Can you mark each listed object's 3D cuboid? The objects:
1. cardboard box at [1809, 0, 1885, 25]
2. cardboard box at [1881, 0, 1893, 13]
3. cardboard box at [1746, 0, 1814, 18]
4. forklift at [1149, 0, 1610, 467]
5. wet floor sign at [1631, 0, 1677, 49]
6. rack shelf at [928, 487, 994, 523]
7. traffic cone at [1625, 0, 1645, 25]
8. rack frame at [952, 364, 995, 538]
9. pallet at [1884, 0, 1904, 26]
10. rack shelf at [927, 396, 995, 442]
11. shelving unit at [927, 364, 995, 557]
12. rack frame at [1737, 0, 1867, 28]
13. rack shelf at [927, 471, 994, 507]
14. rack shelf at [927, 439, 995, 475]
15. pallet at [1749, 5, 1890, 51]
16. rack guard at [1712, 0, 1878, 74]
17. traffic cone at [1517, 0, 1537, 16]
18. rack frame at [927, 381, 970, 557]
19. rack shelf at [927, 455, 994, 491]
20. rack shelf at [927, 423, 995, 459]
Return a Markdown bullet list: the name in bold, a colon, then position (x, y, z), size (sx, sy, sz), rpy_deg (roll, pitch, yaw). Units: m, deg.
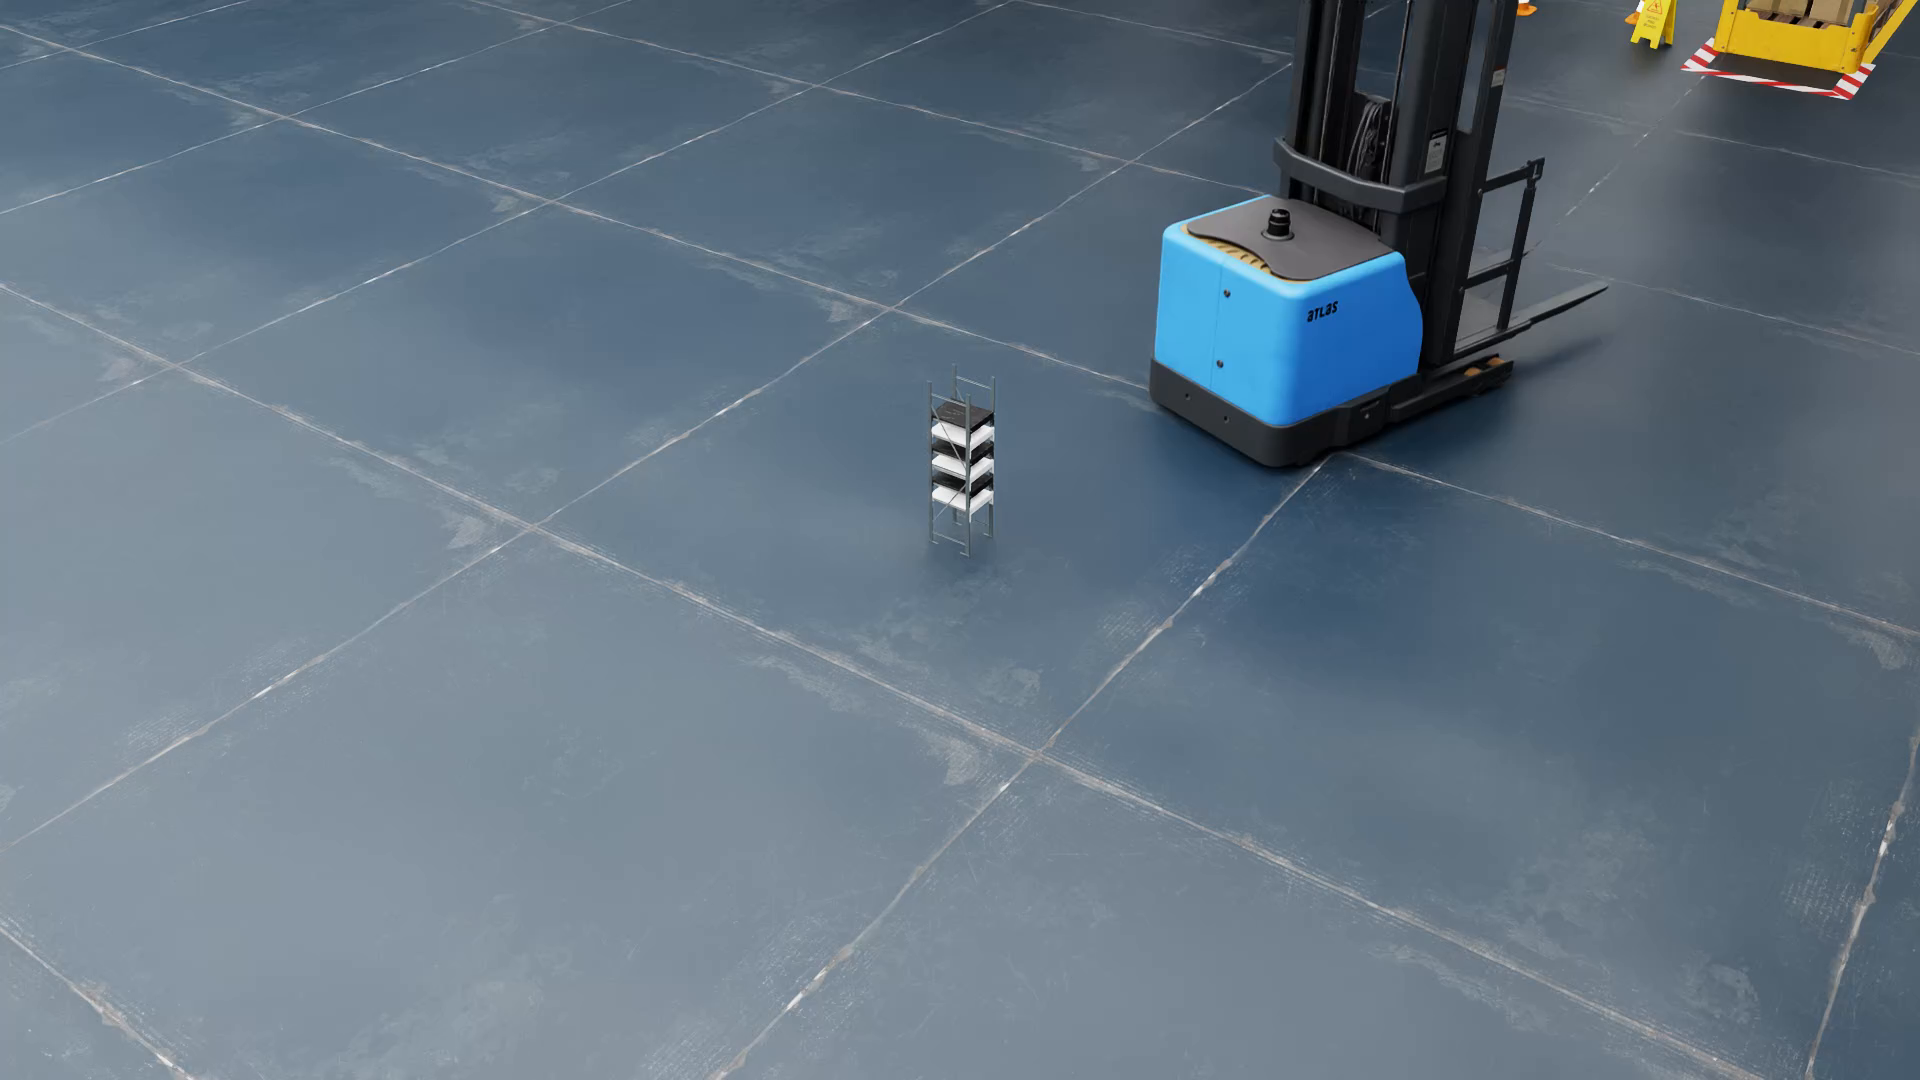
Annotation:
- **cardboard box**: position (7.823, -4.726, 14.641), size (0.500, 0.250, 0.500), rpy_deg (21, 39, 28)
- **cardboard box**: position (8.120, -4.959, 14.985), size (0.500, 0.250, 0.500), rpy_deg (23, 40, 30)
- **cardboard box**: position (7.389, -4.912, 14.916), size (0.500, 0.250, 0.500), rpy_deg (21, 39, 28)
- **forklift**: position (2.552, -2.246, 8.955), size (3.031, 2.935, 1.130), rpy_deg (-22, 40, -29)
- **wet floor sign**: position (6.148, -4.688, 14.606), size (0.232, 0.644, 0.267), rpy_deg (-22, 40, -29)
- **rack shelf**: position (0.005, -0.200, 8.123), size (0.258, 0.077, 0.200), rpy_deg (21, 39, 28)
- **traffic cone**: position (6.321, -4.968, 15.183), size (0.336, 0.463, 0.334), rpy_deg (21, 39, 28)
- **rack frame**: position (0.063, -0.423, 8.073), size (0.240, 0.900, 0.006), rpy_deg (21, 39, 28)
- **pallet**: position (8.367, -5.210, 15.766), size (1.003, 0.211, 1.213), rpy_deg (21, 39, 28)
- **rack shelf**: position (0.005, -0.573, 7.871), size (0.258, 0.077, 0.200), rpy_deg (21, 39, 28)
- **shelving unit**: position (0.005, -0.376, 8.003), size (0.258, 0.900, 0.210), rpy_deg (21, 39, 28)
- **rack frame**: position (7.136, -5.408, 13.570), size (1.000, 3.000, 0.127), rpy_deg (21, 39, 28)
- **rack shelf**: position (0.005, -0.274, 8.073), size (0.258, 0.077, 0.200), rpy_deg (21, 39, 28)
- **rack shelf**: position (0.005, -0.423, 7.972), size (0.258, 0.077, 0.200), rpy_deg (21, 39, 28)
- **pallet**: position (7.671, -4.651, 14.939), size (1.003, 0.211, 1.213), rpy_deg (21, 39, 28)
- **rack guard**: position (7.179, -4.408, 14.322), size (1.175, 0.500, 0.348), rpy_deg (21, 39, 28)
- **traffic cone**: position (5.215, -5.166, 15.476), size (0.336, 0.463, 0.334), rpy_deg (21, 39, 28)
- **rack frame**: position (-0.053, -0.330, 7.934), size (0.240, 0.900, 0.006), rpy_deg (21, 39, 28)
- **rack shelf**: position (0.005, -0.349, 8.022), size (0.258, 0.077, 0.200), rpy_deg (21, 39, 28)
- **rack shelf**: position (0.005, -0.498, 7.921), size (0.258, 0.077, 0.200), rpy_deg (21, 39, 28)
